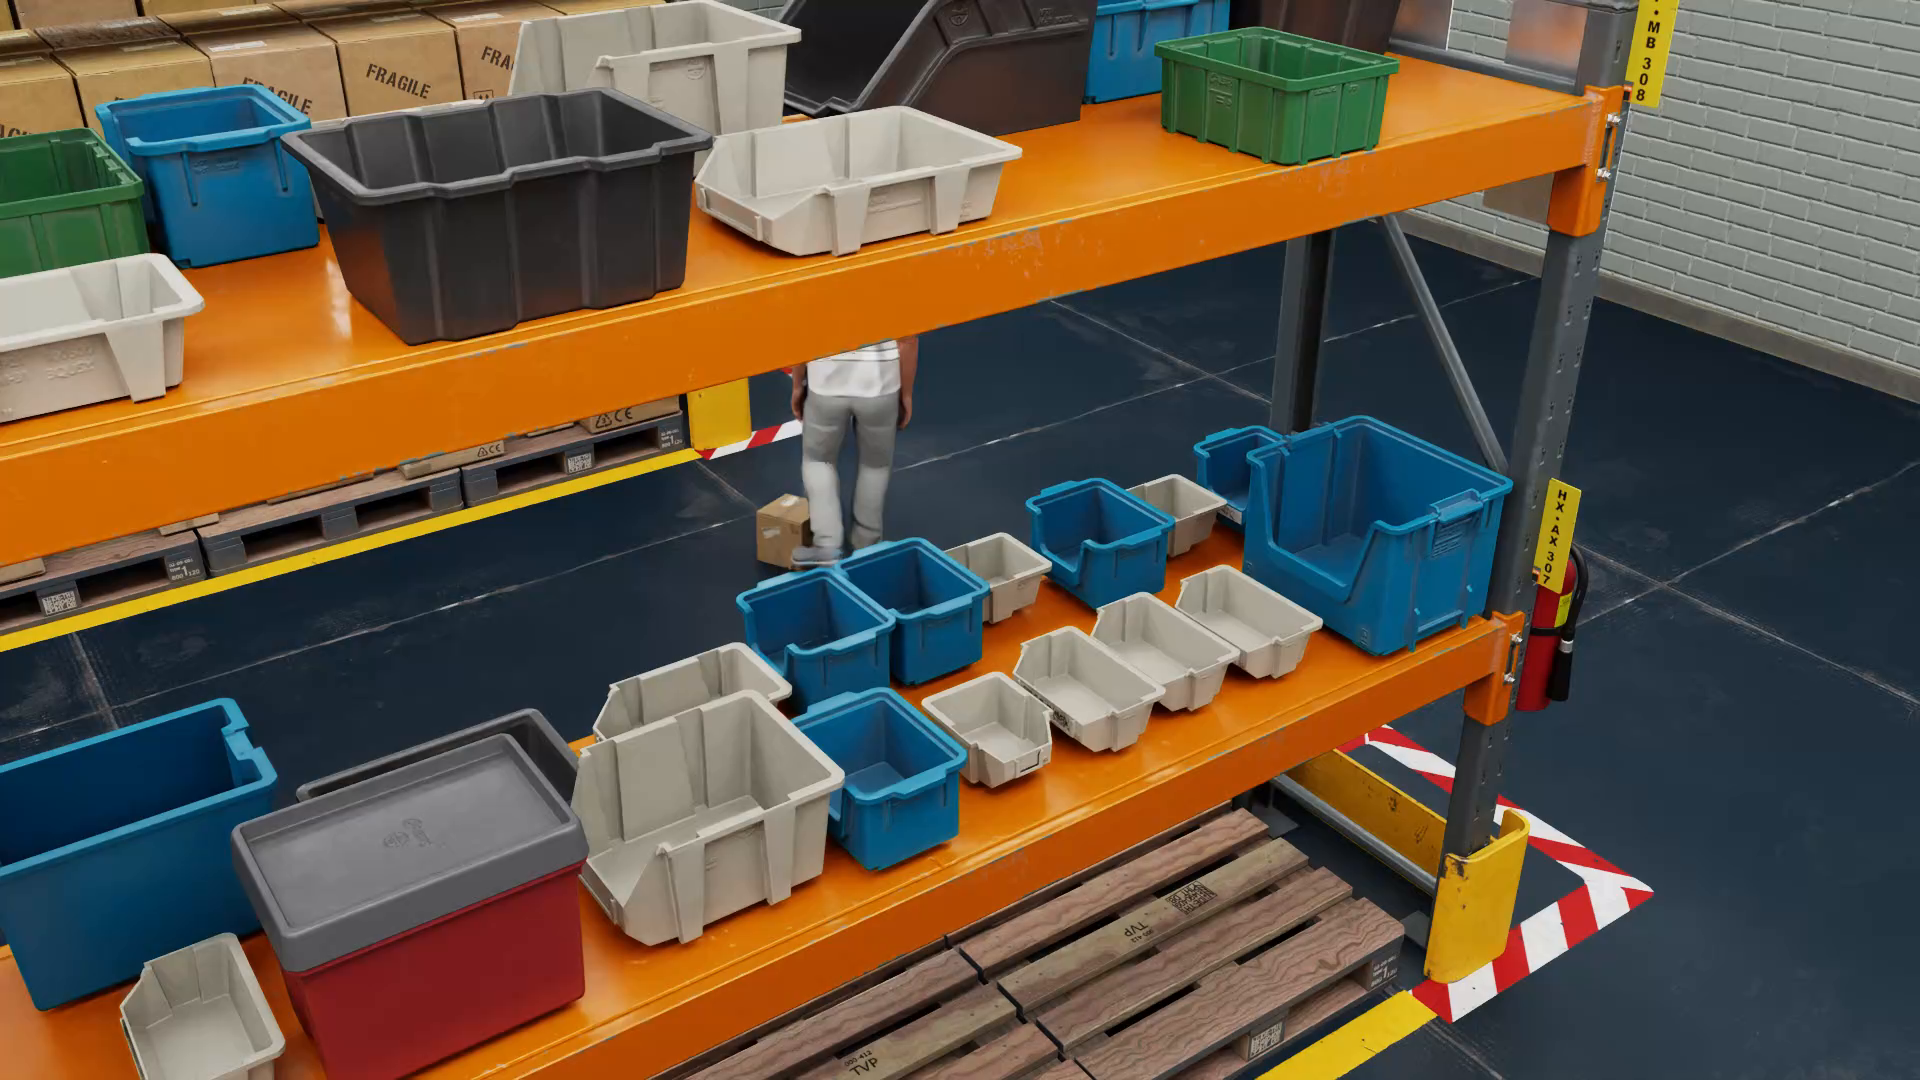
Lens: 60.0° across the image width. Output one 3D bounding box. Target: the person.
[{"bbox_3d":[-0.475,-0.641,7.290,0.593,1.750,0.571,0,28,0],"label":"person"}]
